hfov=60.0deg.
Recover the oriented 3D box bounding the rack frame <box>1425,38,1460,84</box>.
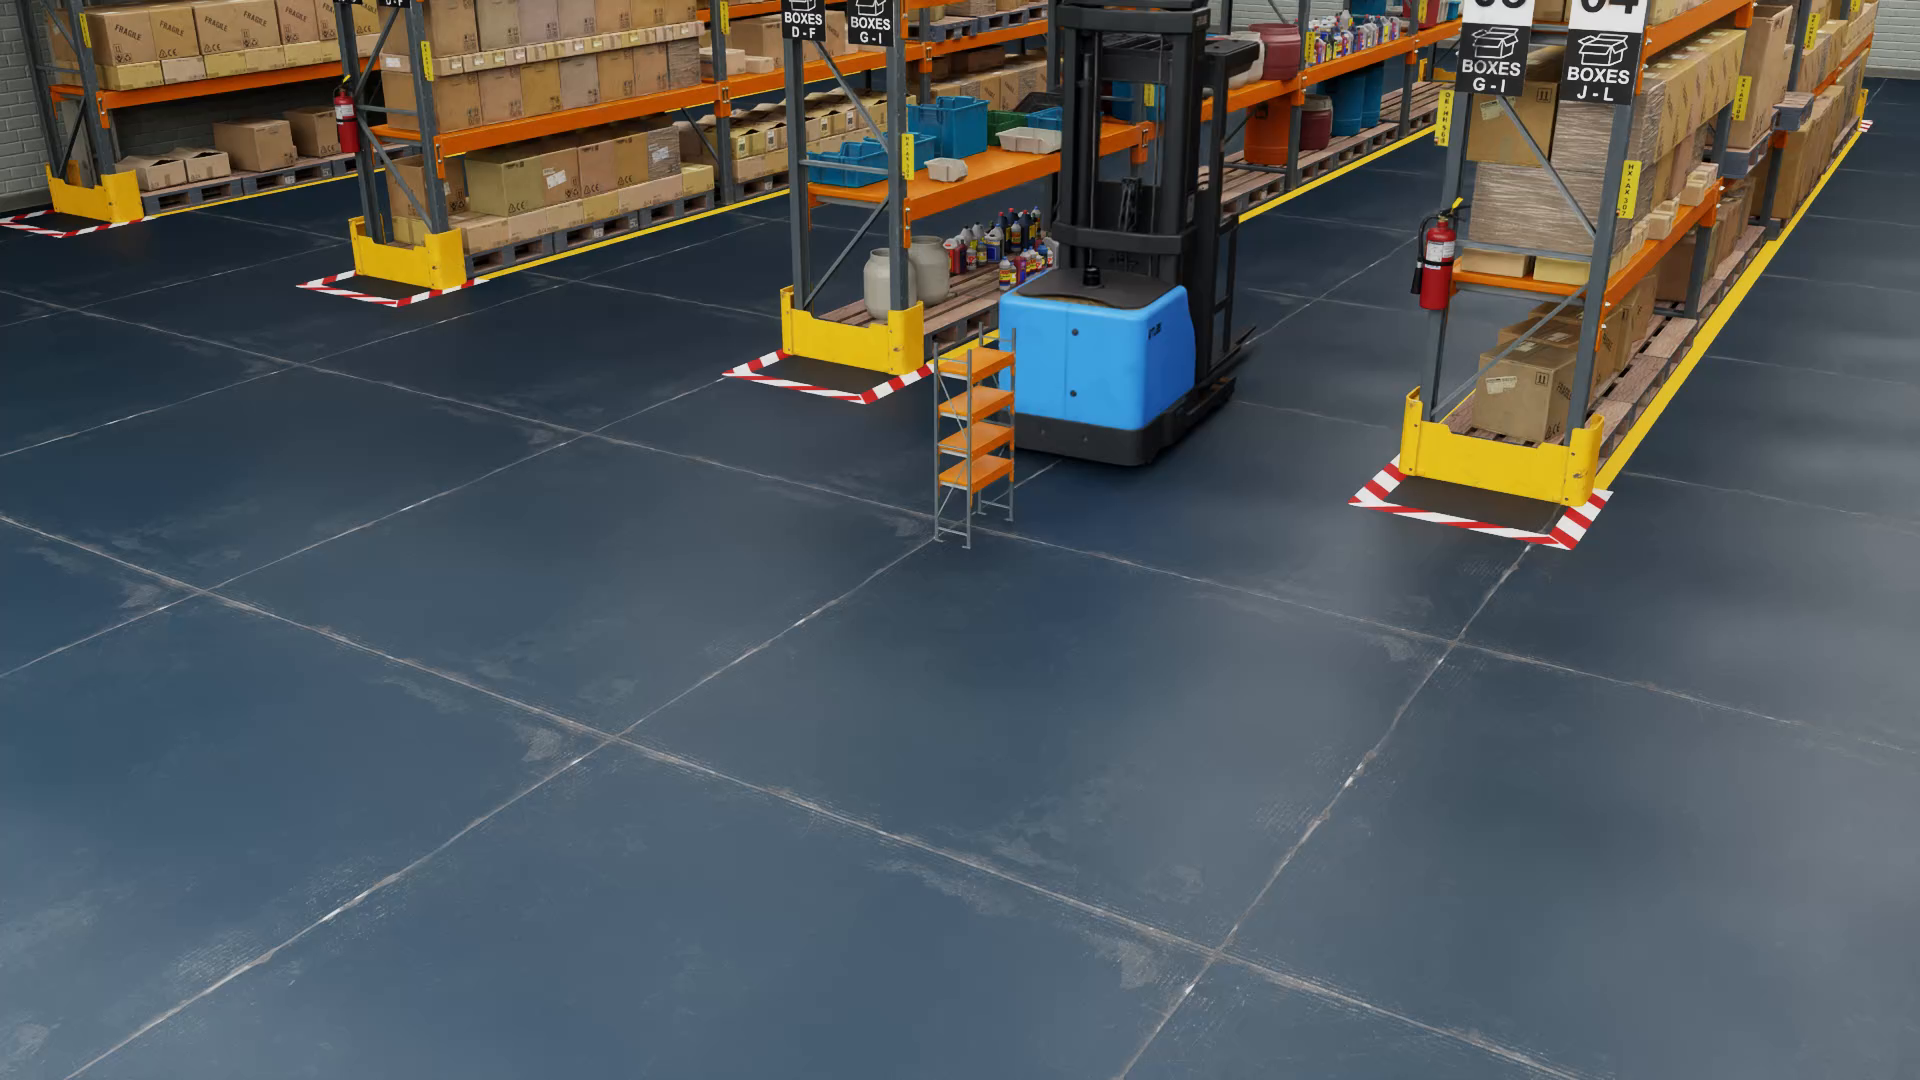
[{"bbox_3d":[7.598,-8.163,24.831,1.000,3.000,0.127,14,27,29],"label":"rack frame"}]

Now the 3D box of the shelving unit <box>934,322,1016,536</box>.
[{"bbox_3d":[0.088,-0.607,9.642,0.258,1.200,0.499,14,27,29],"label":"shelving unit"}]

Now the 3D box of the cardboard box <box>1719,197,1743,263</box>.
[{"bbox_3d":[6.674,-2.867,15.189,0.700,0.500,0.500,16,28,33],"label":"cardboard box"}]

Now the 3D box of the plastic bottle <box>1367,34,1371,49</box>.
[{"bbox_3d":[4.987,-6.137,20.401,0.097,0.201,0.097,0,23,0],"label":"plastic bottle"}]

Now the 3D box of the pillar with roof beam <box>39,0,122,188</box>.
[{"bbox_3d":[-5.967,-7.108,14.841,9.100,9.000,0.400,14,27,29],"label":"pillar with roof beam"}]

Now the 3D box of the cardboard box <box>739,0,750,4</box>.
[{"bbox_3d":[-3.430,-8.272,25.372,0.380,0.149,0.250,14,27,29],"label":"cardboard box"}]

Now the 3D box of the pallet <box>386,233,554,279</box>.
[{"bbox_3d":[-4.681,-2.790,15.928,1.003,0.211,1.213,14,27,29],"label":"pallet"}]

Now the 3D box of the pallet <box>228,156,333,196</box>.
[{"bbox_3d":[-8.116,-4.262,19.329,1.003,0.211,1.213,14,27,29],"label":"pallet"}]

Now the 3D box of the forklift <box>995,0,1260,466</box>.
[{"bbox_3d":[9.963,-1.267,8.988,18.991,2.935,5.886,11,26,25],"label":"forklift"}]

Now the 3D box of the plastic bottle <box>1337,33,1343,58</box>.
[{"bbox_3d":[4.452,-5.828,19.598,0.097,0.271,0.097,0,23,0],"label":"plastic bottle"}]

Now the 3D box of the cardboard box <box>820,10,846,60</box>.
[{"bbox_3d":[-1.700,-5.978,19.659,0.500,0.500,0.500,12,26,26],"label":"cardboard box"}]

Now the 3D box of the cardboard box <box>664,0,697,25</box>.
[{"bbox_3d":[-3.167,-5.642,17.249,0.700,0.500,0.500,14,27,29],"label":"cardboard box"}]

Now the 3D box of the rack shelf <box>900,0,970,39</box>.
[{"bbox_3d":[0.213,-4.484,13.463,1.077,0.370,4.000,14,27,29],"label":"rack shelf"}]

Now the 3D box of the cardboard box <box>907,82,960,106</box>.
[{"bbox_3d":[-0.346,-5.651,21.620,0.500,0.500,0.500,15,28,31],"label":"cardboard box"}]

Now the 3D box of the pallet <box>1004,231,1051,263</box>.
[{"bbox_3d":[0.878,-2.615,15.526,1.003,0.211,1.213,14,27,29],"label":"pallet"}]

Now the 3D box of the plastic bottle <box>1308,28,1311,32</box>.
[{"bbox_3d":[4.244,-6.158,20.360,0.097,0.271,0.097,0,23,0],"label":"plastic bottle"}]

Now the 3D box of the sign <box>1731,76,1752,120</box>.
[{"bbox_3d":[5.941,-3.361,12.649,0.100,0.325,0.005,14,27,29],"label":"sign"}]

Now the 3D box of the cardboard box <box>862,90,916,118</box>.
[{"bbox_3d":[-0.896,-5.462,20.818,0.500,0.311,0.500,15,27,30],"label":"cardboard box"}]

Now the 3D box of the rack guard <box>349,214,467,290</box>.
[{"bbox_3d":[-5.061,-2.647,15.235,1.175,0.500,0.348,14,27,29],"label":"rack guard"}]

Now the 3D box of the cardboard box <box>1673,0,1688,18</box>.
[{"bbox_3d":[4.106,-3.317,10.049,0.500,0.250,0.500,13,27,28],"label":"cardboard box"}]

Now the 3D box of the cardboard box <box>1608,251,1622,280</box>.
[{"bbox_3d":[3.867,-1.736,10.301,0.380,0.149,0.250,14,27,29],"label":"cardboard box"}]

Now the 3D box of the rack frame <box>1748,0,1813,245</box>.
[{"bbox_3d":[7.585,-4.425,16.196,1.000,3.000,0.127,14,27,29],"label":"rack frame"}]

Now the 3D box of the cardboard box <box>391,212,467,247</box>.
[{"bbox_3d":[-5.017,-2.976,15.781,0.500,0.250,0.500,14,27,29],"label":"cardboard box"}]

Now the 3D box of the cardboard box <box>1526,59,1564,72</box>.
[{"bbox_3d":[3.705,-2.774,10.622,0.500,0.500,0.500,14,27,29],"label":"cardboard box"}]

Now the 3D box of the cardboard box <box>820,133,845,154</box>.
[{"bbox_3d":[-1.704,-4.687,19.732,0.500,0.250,0.500,14,27,30],"label":"cardboard box"}]

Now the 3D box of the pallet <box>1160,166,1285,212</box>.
[{"bbox_3d":[2.936,-3.930,18.563,1.003,0.211,1.213,14,27,29],"label":"pallet"}]

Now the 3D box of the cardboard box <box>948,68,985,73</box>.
[{"bbox_3d":[0.010,-6.275,23.062,0.500,0.500,0.500,13,26,27],"label":"cardboard box"}]

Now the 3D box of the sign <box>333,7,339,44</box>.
[{"bbox_3d":[-5.502,-4.561,14.754,0.100,0.325,0.005,14,27,29],"label":"sign"}]

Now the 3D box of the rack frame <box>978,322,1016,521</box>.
[{"bbox_3d":[0.216,-0.689,9.831,0.240,1.200,0.015,14,27,29],"label":"rack frame"}]

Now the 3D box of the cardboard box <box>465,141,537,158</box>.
[{"bbox_3d":[-4.503,-3.661,16.420,0.500,0.500,0.500,14,27,29],"label":"cardboard box"}]

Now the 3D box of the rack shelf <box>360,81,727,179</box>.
[{"bbox_3d":[-3.993,-4.147,16.460,1.077,0.370,4.000,14,27,29],"label":"rack shelf"}]

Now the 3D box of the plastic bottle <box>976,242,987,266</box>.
[{"bbox_3d":[0.193,-2.565,14.867,0.097,0.201,0.097,0,23,0],"label":"plastic bottle"}]

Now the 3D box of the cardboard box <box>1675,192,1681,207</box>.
[{"bbox_3d":[4.910,-2.414,11.867,0.380,0.149,0.250,14,27,29],"label":"cardboard box"}]

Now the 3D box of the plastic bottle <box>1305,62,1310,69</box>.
[{"bbox_3d":[3.881,-5.484,18.799,0.152,0.276,0.135,14,27,29],"label":"plastic bottle"}]

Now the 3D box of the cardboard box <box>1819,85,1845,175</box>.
[{"bbox_3d":[9.375,-4.773,19.145,1.225,0.875,0.875,14,27,29],"label":"cardboard box"}]

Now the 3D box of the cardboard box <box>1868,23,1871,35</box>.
[{"bbox_3d":[11.628,-6.648,21.646,0.380,0.149,0.250,14,27,29],"label":"cardboard box"}]

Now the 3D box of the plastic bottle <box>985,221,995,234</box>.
[{"bbox_3d":[0.267,-2.772,15.243,0.061,0.283,0.133,15,28,31],"label":"plastic bottle"}]

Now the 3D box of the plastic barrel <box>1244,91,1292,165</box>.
[{"bbox_3d":[3.621,-4.829,19.331,0.600,0.830,0.708,14,27,29],"label":"plastic barrel"}]

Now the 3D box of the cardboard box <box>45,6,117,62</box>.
[{"bbox_3d":[-9.191,-5.327,17.500,0.500,0.500,0.500,14,27,28],"label":"cardboard box"}]

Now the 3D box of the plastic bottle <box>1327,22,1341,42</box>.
[{"bbox_3d":[4.499,-6.026,19.957,0.144,0.351,0.185,14,27,29],"label":"plastic bottle"}]

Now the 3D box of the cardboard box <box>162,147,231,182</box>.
[{"bbox_3d":[-8.517,-4.214,18.540,0.500,0.311,0.500,16,28,33],"label":"cardboard box"}]

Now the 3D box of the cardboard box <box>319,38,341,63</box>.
[{"bbox_3d":[-7.411,-5.740,19.396,0.500,0.250,0.500,14,27,29],"label":"cardboard box"}]

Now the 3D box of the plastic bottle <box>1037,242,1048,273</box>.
[{"bbox_3d":[0.719,-2.477,14.577,0.097,0.271,0.097,0,23,0],"label":"plastic bottle"}]

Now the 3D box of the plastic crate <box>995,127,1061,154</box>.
[{"bbox_3d":[0.626,-3.391,14.139,0.530,0.136,0.437,14,27,29],"label":"plastic crate"}]

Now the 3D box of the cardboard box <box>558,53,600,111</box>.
[{"bbox_3d":[-3.977,-4.526,16.304,0.700,0.500,0.500,15,27,31],"label":"cardboard box"}]

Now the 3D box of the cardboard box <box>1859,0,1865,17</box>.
[{"bbox_3d":[10.702,-6.636,20.174,0.500,0.500,0.500,13,27,27],"label":"cardboard box"}]

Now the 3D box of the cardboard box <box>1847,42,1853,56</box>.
[{"bbox_3d":[10.411,-5.868,19.845,0.380,0.149,0.250,15,28,31],"label":"cardboard box"}]

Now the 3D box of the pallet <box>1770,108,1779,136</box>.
[{"bbox_3d":[6.576,-3.660,14.671,1.003,0.211,1.213,14,27,29],"label":"pallet"}]

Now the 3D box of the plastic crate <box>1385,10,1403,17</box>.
[{"bbox_3d":[5.850,-7.148,22.758,0.437,0.125,0.590,14,27,29],"label":"plastic crate"}]

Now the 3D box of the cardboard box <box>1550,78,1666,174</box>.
[{"bbox_3d":[3.887,-2.495,9.978,0.500,0.500,0.500,14,27,29],"label":"cardboard box"}]

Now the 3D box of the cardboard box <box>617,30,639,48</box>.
[{"bbox_3d":[-3.438,-5.016,16.619,0.380,0.149,0.250,14,27,29],"label":"cardboard box"}]

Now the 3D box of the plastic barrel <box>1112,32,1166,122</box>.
[{"bbox_3d":[1.729,-4.410,15.530,0.600,0.901,0.708,14,27,29],"label":"plastic barrel"}]

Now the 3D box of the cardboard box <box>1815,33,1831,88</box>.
[{"bbox_3d":[8.876,-5.095,17.617,0.500,0.500,0.500,14,27,29],"label":"cardboard box"}]

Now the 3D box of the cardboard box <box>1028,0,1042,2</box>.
[{"bbox_3d":[0.841,-7.978,23.749,0.700,0.500,0.500,5,24,11],"label":"cardboard box"}]
